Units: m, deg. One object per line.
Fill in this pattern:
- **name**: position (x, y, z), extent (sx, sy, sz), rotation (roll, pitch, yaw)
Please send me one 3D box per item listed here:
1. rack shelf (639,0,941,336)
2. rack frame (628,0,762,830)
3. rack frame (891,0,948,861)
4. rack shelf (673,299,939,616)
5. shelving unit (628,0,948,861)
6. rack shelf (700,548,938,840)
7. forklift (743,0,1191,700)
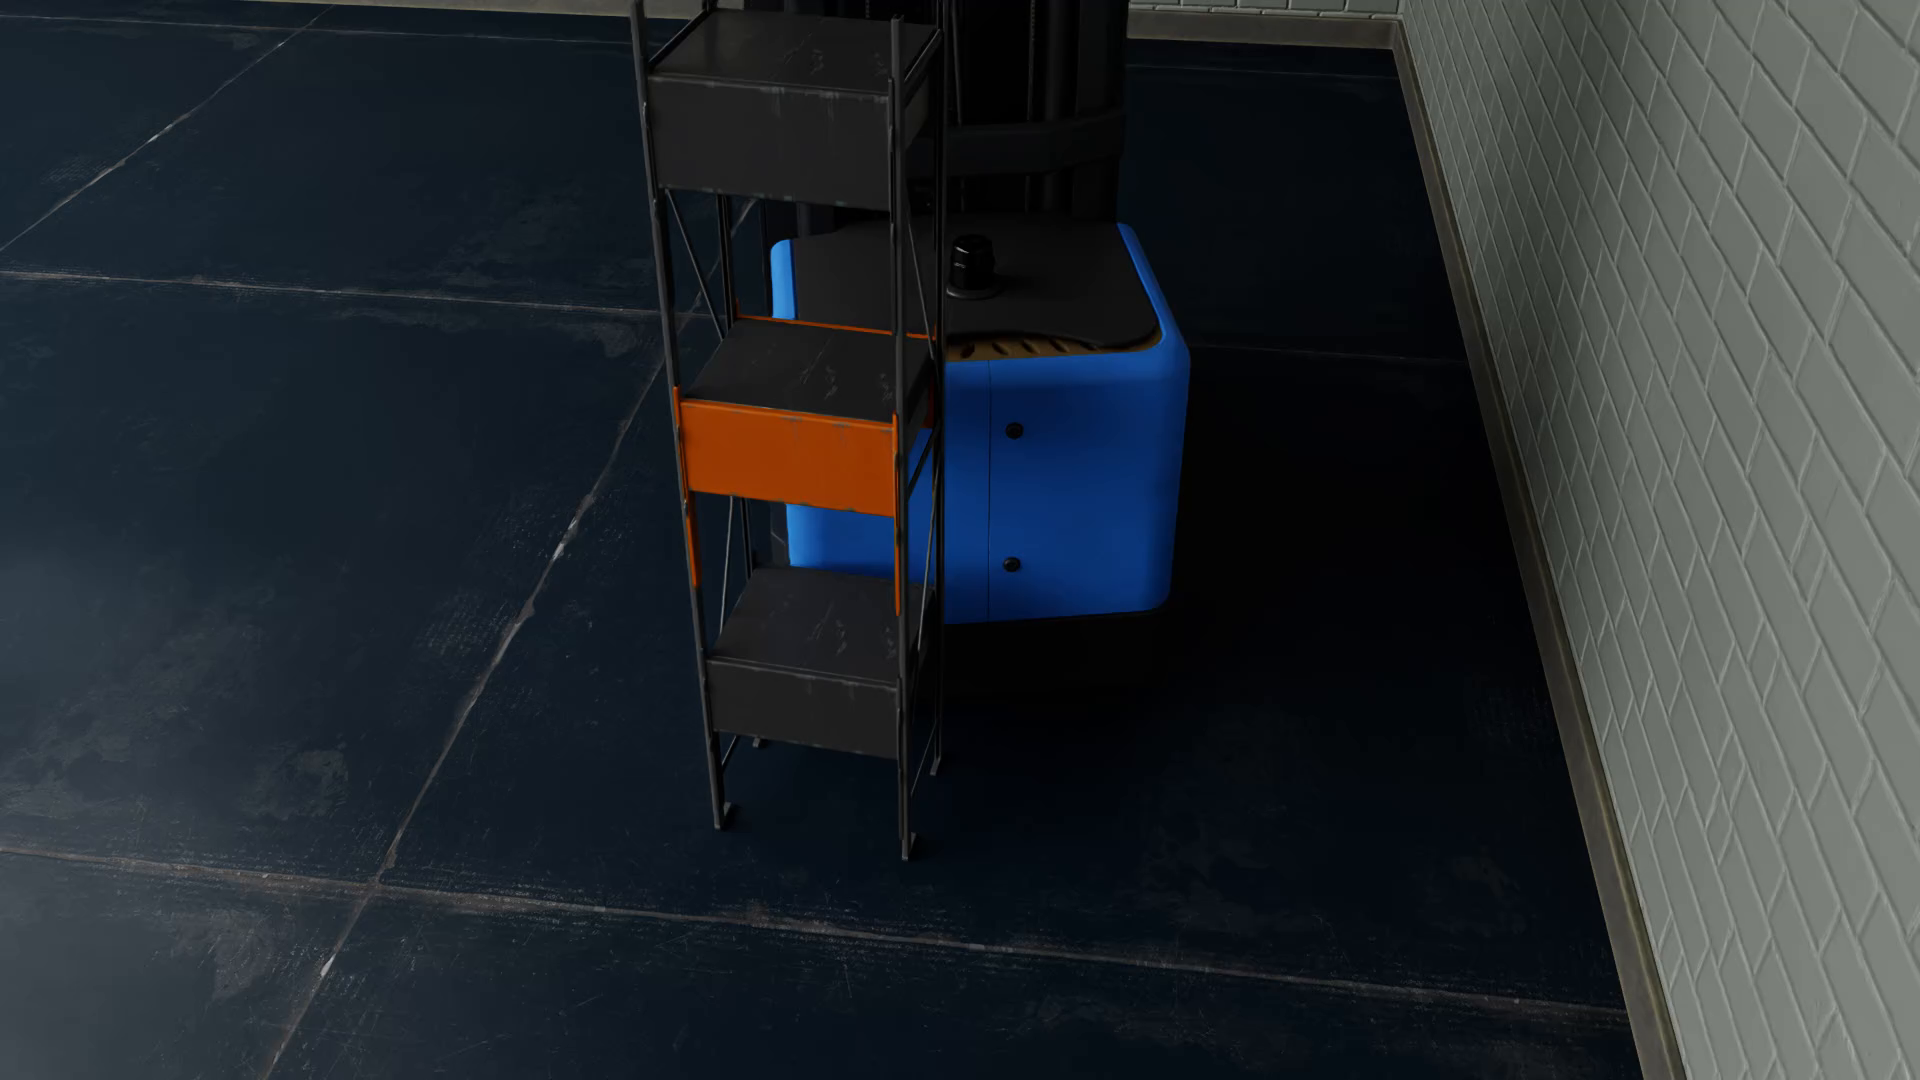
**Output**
- **rack shelf**: position (-0.314, -0.760, 3.320), extent (0.480, 0.518, 0.431), rotation (8, 36, 9)
- **rack frame**: position (-0.560, -0.233, 3.760), extent (0.015, 2.100, 0.400), rotation (8, 36, 9)
- **rack frame**: position (-0.083, -0.170, 3.680), extent (0.015, 2.100, 0.400), rotation (8, 36, 9)
- **rack shelf**: position (-0.322, -0.190, 3.728), extent (0.480, 0.518, 0.431), rotation (8, 36, 9)
- **shelving unit**: position (-0.322, -0.201, 3.720), extent (0.503, 2.100, 0.431), rotation (8, 36, 9)
- **rack shelf**: position (-0.329, 0.379, 4.135), extent (0.480, 0.518, 0.431), rotation (8, 36, 9)
- **forklift**: position (-0.095, -1.588, 4.952), extent (1.130, 2.935, 3.031), rotation (-4, 36, -5)
